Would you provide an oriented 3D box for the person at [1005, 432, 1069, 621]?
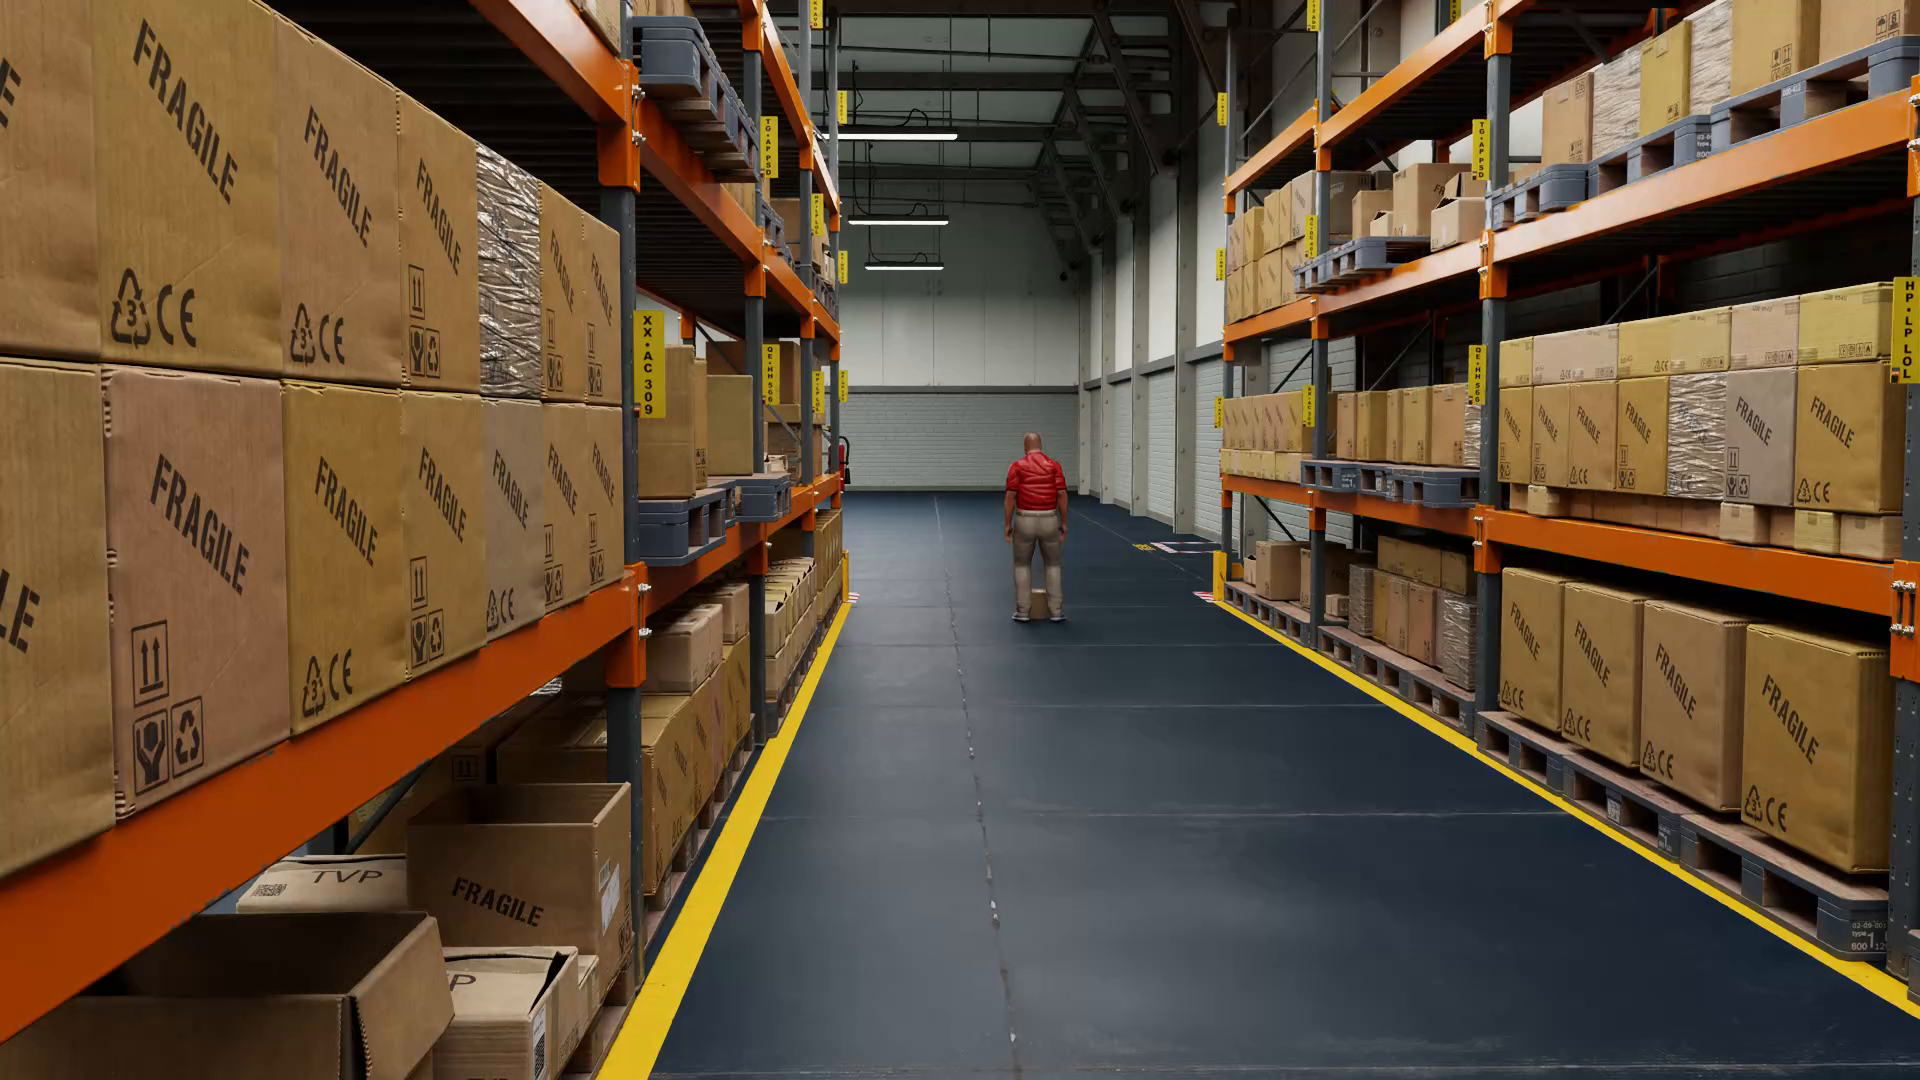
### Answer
[{"bbox_3d":[0.703,-0.121,15.203,0.587,1.727,0.394,0,4,-1],"label":"person"}]
